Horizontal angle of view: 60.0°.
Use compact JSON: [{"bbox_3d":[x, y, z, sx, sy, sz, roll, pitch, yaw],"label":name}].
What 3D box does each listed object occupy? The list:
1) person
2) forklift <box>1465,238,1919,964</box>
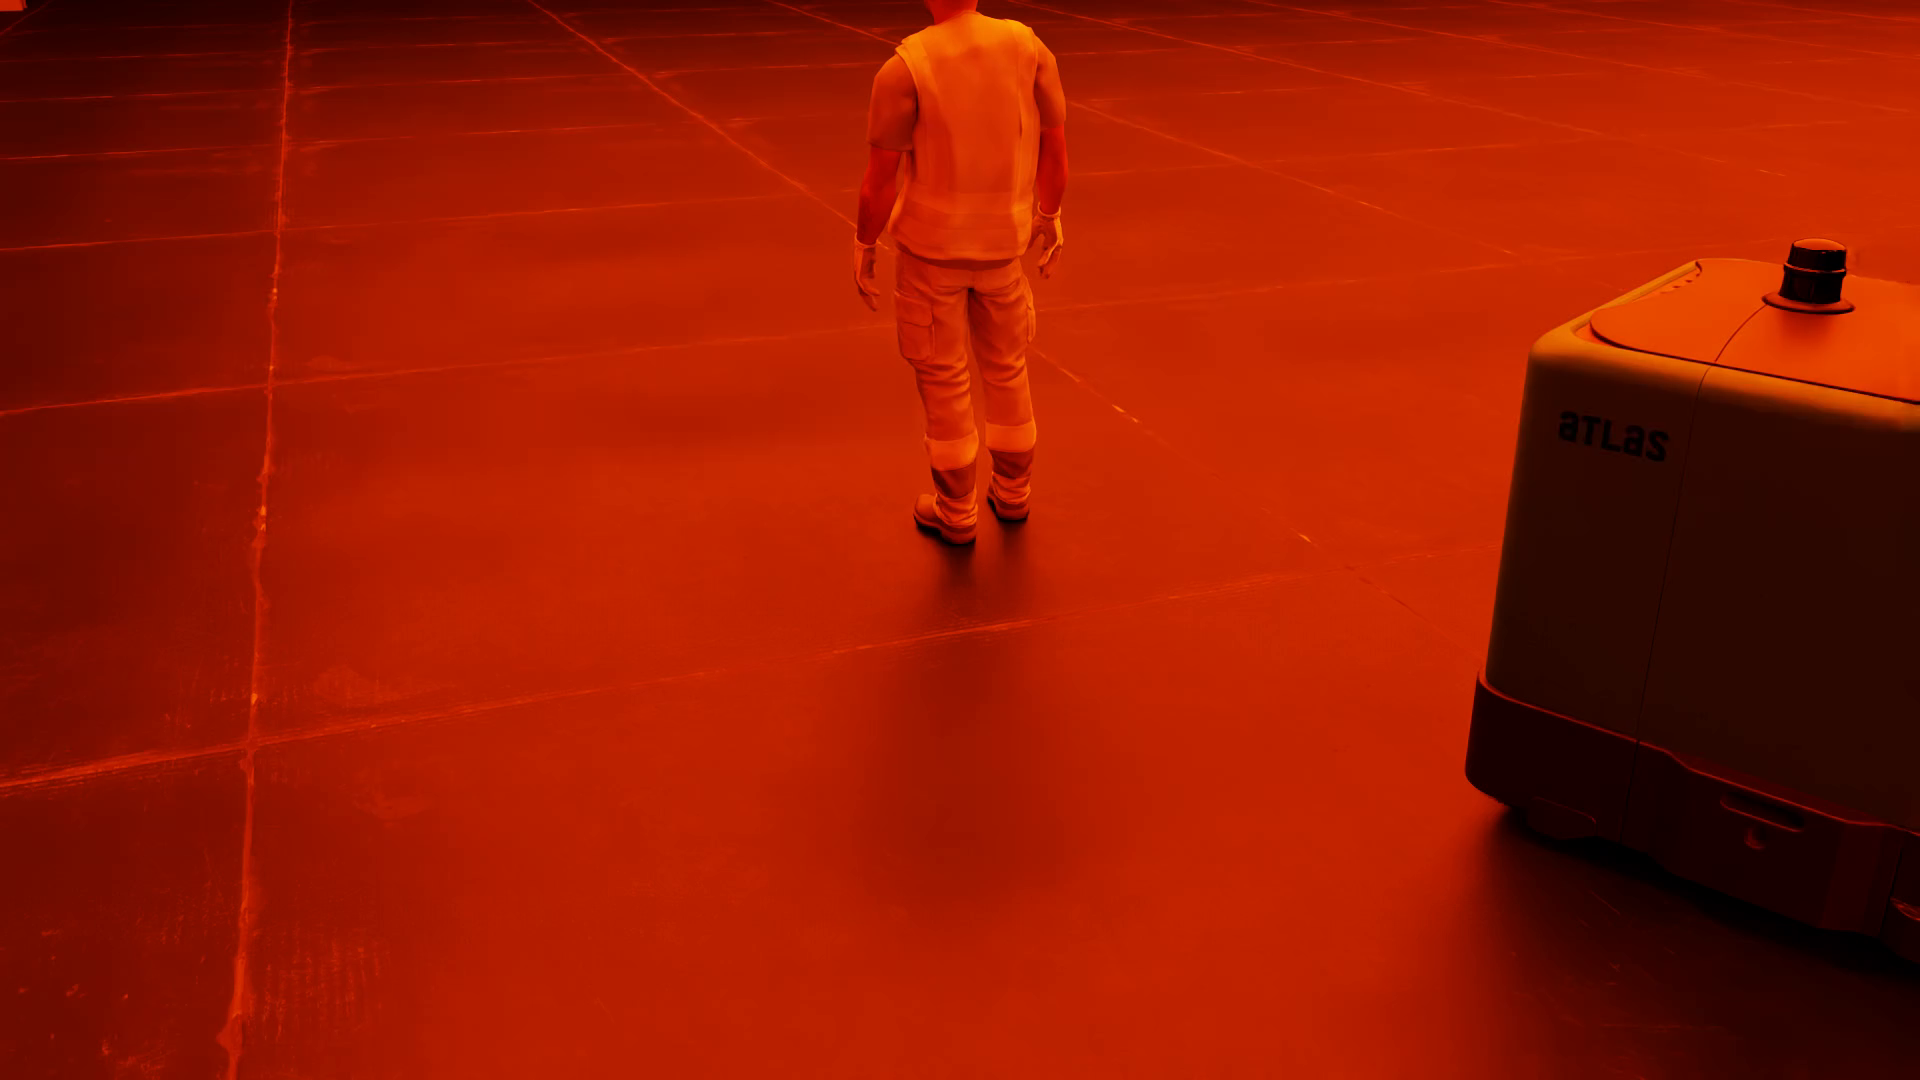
[{"bbox_3d":[-0.016,-0.862,4.803,0.637,1.787,0.564,-8,24,-18],"label":"person"},{"bbox_3d":[2.551,-0.522,2.541,3.031,2.935,1.130,19,29,38],"label":"forklift"}]
